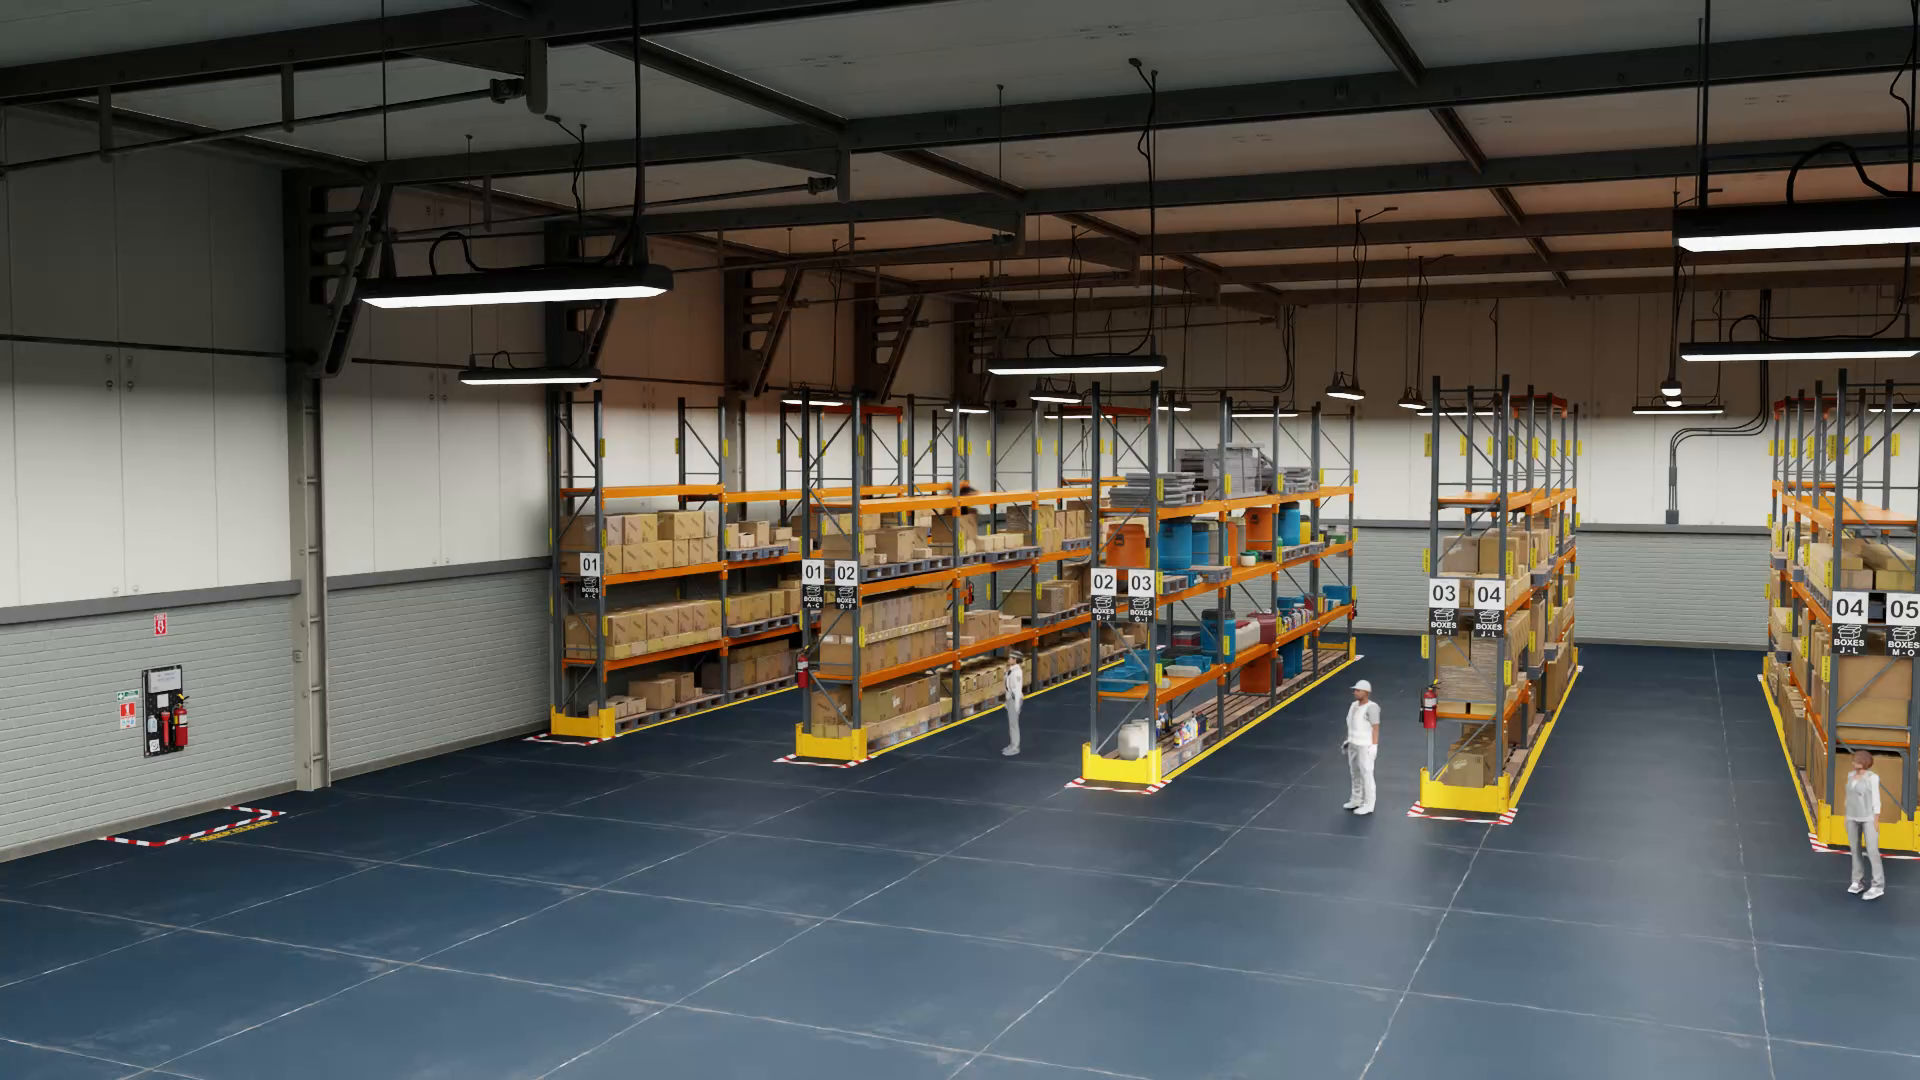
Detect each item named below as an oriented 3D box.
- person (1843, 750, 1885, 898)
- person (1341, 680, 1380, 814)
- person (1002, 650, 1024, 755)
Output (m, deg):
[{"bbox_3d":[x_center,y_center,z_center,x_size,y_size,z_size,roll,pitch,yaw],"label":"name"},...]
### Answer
[{"bbox_3d":[10.127,3.219,18.665,0.374,1.504,0.496,-2,4,-27],"label":"person"},{"bbox_3d":[5.512,2.835,22.963,0.407,1.795,0.600,-1,3,-21],"label":"person"},{"bbox_3d":[0.862,2.653,27.320,0.375,1.703,0.510,0,3,-5],"label":"person"}]
